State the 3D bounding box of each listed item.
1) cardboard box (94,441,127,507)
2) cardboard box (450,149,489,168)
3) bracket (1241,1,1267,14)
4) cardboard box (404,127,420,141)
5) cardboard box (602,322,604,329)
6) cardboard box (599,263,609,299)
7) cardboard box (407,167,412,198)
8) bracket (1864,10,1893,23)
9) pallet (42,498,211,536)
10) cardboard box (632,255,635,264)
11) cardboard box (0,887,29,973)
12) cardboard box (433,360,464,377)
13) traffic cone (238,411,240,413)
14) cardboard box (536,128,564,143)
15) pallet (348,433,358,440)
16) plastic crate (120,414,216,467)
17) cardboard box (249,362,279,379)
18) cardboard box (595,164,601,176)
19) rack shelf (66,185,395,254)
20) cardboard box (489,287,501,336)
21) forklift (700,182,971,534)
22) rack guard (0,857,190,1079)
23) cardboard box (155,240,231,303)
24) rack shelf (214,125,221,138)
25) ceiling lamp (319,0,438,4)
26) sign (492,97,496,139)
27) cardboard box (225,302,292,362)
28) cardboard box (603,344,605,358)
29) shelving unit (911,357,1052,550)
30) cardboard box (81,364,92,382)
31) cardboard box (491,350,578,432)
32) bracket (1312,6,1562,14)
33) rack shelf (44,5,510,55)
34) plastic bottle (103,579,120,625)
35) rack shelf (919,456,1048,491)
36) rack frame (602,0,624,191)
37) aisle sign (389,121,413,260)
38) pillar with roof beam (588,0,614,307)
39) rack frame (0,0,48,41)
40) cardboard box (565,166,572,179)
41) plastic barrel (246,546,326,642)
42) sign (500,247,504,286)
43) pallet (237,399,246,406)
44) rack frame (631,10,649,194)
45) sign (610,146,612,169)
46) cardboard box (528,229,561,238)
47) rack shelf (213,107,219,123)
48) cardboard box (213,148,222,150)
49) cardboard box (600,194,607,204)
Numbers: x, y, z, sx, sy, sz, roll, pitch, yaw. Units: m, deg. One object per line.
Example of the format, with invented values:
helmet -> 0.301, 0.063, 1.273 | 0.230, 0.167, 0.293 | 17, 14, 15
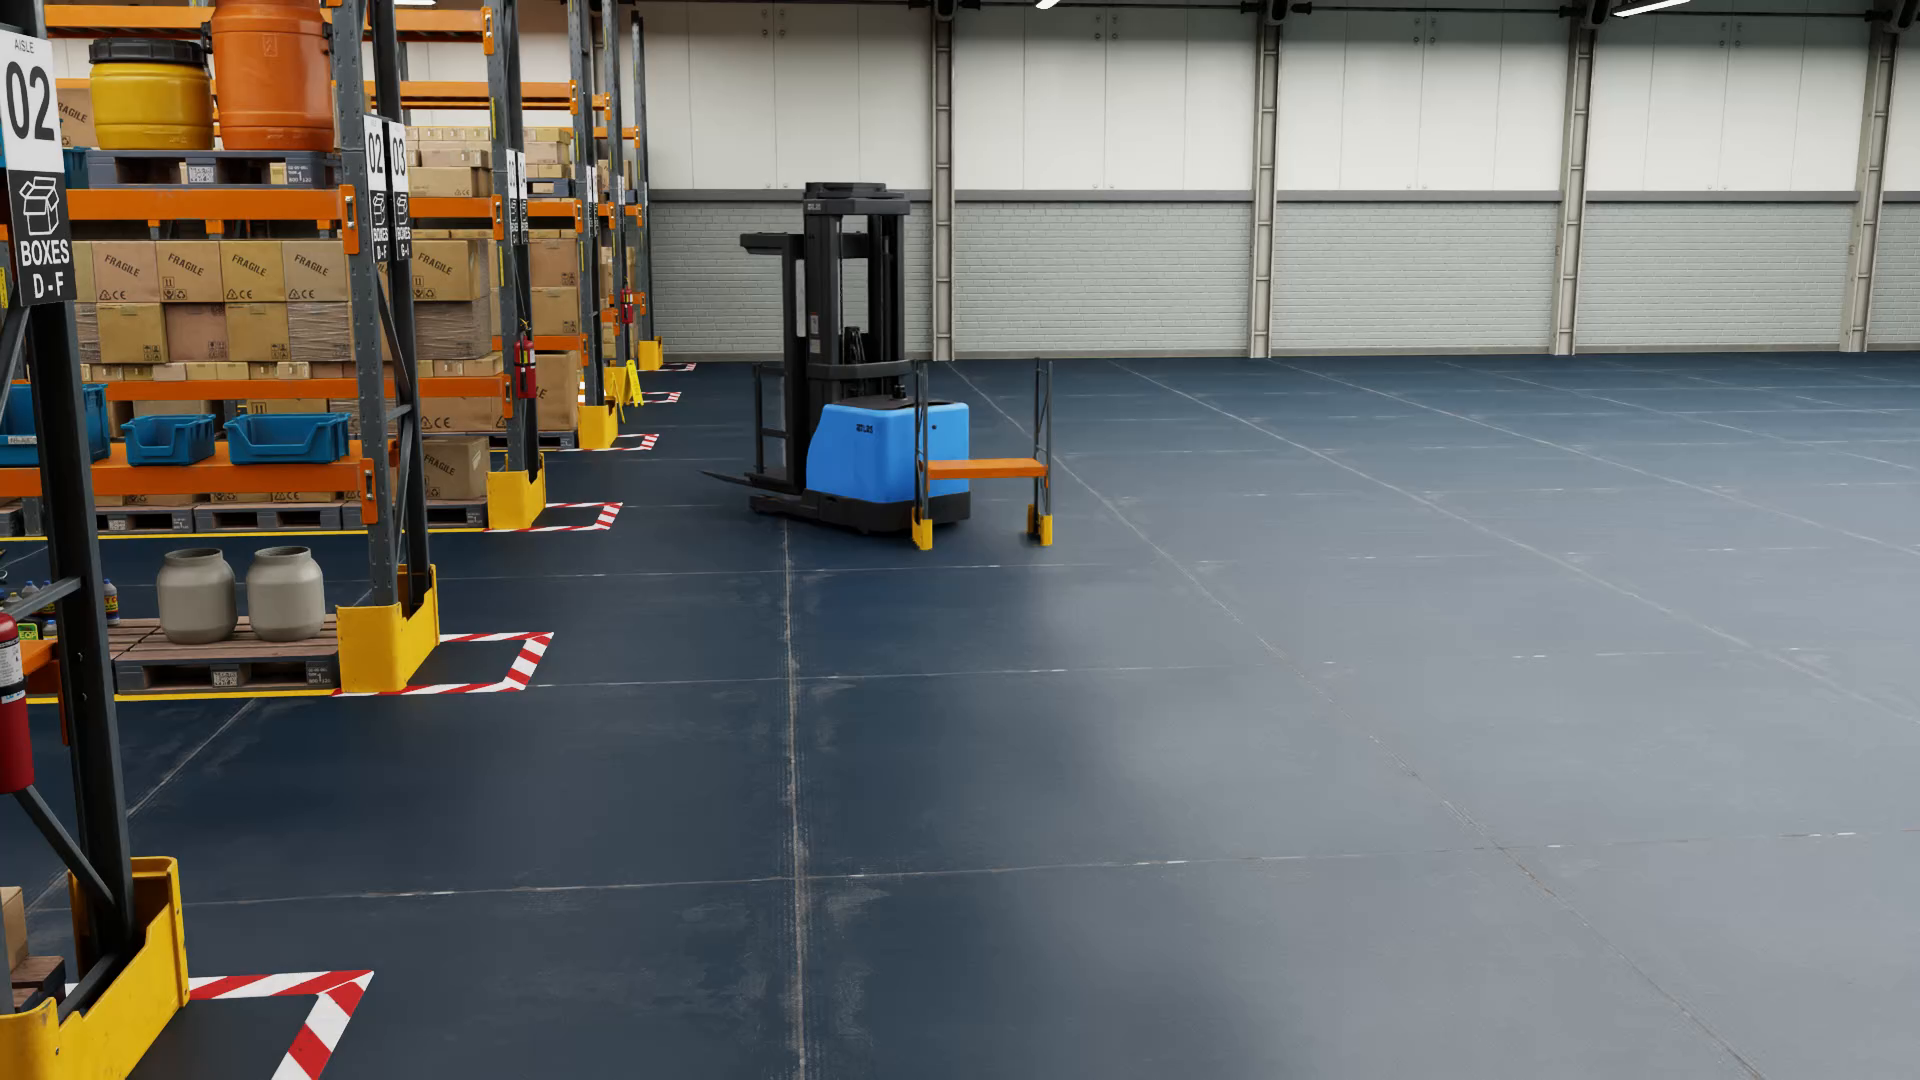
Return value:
cardboard box -> -7.453, -0.572, 14.395 | 0.500, 0.500, 0.500 | -2, 11, -8
cardboard box -> -4.121, -3.204, 13.967 | 0.250, 0.149, 0.380 | -1, 11, -6
bracket -> 5.278, -9.569, 29.884 | 0.430, 0.232, 0.235 | -1, 11, -6
cardboard box -> -6.128, -4.520, 18.543 | 0.250, 0.149, 0.380 | -1, 11, -6
cardboard box -> -6.420, -3.794, 28.838 | 0.500, 0.250, 0.500 | -1, 11, -5
cardboard box -> -5.450, -3.814, 24.464 | 0.500, 0.500, 0.500 | -1, 11, -7
cardboard box -> -4.826, -3.004, 13.985 | 0.500, 0.250, 0.500 | -1, 11, -6
bracket -> 17.207, -9.819, 31.155 | 0.430, 0.232, 0.235 | -1, 11, -6
pallet -> -7.191, -0.245, 14.565 | 1.213, 0.211, 1.003 | -1, 11, -6
cardboard box -> -5.854, -4.938, 29.268 | 0.250, 0.149, 0.380 | -1, 11, -8
cardboard box -> -3.370, 1.336, 5.336 | 0.500, 0.250, 0.500 | -1, 11, -6
cardboard box -> -4.388, -1.502, 14.381 | 0.250, 0.149, 0.380 | -1, 11, -6
traffic cone -> -10.007, -1.954, 22.605 | 0.334, 0.463, 0.336 | -1, 11, -6
cardboard box -> -4.612, -4.552, 18.705 | 0.250, 0.149, 0.380 | -1, 11, -6
pallet -> -7.526, -1.178, 19.313 | 1.213, 0.211, 1.003 | -1, 11, -6
plastic crate -> -4.455, -0.572, 9.389 | 0.408, 0.251, 0.499 | -1, 11, -6
cardboard box -> -5.875, -1.463, 14.187 | 0.250, 0.149, 0.380 | -1, 11, -6
cardboard box -> -5.253, -5.252, 23.616 | 0.250, 0.149, 0.380 | -1, 11, -6
rack shelf -> -5.332, -1.803, 9.351 | 4.000, 0.370, 1.077 | -1, 11, -6
cardboard box -> -5.222, -2.670, 19.286 | 0.550, 0.550, 0.875 | -1, 11, -6
forklift -> -1.263, -1.711, 14.974 | 1.130, 2.935, 3.031 | -10, 15, -41
rack guard -> -2.789, 1.450, 5.194 | 0.348, 0.500, 1.175 | -1, 11, -6
cardboard box -> -6.386, -2.259, 13.962 | 0.500, 0.500, 0.500 | -1, 11, -6
rack shelf -> -11.453, -6.797, 28.017 | 4.000, 0.370, 1.077 | -1, 11, -6
ceiling lamp -> -9.090, -9.834, 25.428 | 2.000, 3.185, 0.800 | -1, 11, -6
sign -> -3.838, -3.475, 13.696 | 0.005, 0.325, 0.100 | -1, 11, -6
cardboard box -> -5.912, -1.821, 14.322 | 0.500, 0.500, 0.875 | -1, 11, -6
cardboard box -> -6.417, -3.306, 28.946 | 0.500, 0.250, 0.500 | -1, 11, -6
shelving unit -> 0.173, -0.726, 13.672 | 1.083, 1.500, 0.587 | -2, 11, -10
cardboard box -> -7.359, -1.418, 13.958 | 0.250, 0.149, 0.380 | -1, 11, -6
cardboard box -> -4.981, -1.765, 19.492 | 0.875, 0.875, 0.875 | -1, 11, -6
bracket -> 8.681, -9.641, 30.247 | 4.783, 0.066, 0.076 | -1, 11, -6
rack shelf -> -5.867, -4.223, 13.894 | 4.000, 0.370, 1.077 | -1, 11, -6
plastic bottle -> -5.180, 0.375, 10.116 | 0.097, 0.271, 0.097 | 0, 11, 0
rack shelf -> 0.182, -0.550, 13.708 | 1.000, 0.185, 0.538 | -2, 11, -10
rack frame -> -4.949, -6.520, 23.703 | 0.127, 3.000, 1.000 | -1, 11, -6
aisle sign -> -3.304, -2.059, 9.826 | 0.004, 0.787, 0.394 | -1, 11, -6
pillar with roof beam -> -5.813, -6.804, 25.150 | 0.548, 9.000, 9.100 | -1, 11, -6
rack frame -> -2.812, -2.719, 4.372 | 0.127, 3.000, 1.000 | -1, 11, -6
cardboard box -> -4.689, -4.287, 19.425 | 0.250, 0.149, 0.380 | -1, 11, -6
plastic barrel -> -3.990, 0.317, 9.838 | 0.421, 0.512, 0.421 | 0, 11, 0
sign -> -3.838, -2.292, 13.929 | 0.005, 0.325, 0.100 | -1, 11, -6
pallet -> -9.699, -2.108, 24.043 | 1.213, 0.211, 1.003 | -1, 11, -6
rack frame -> -5.488, -7.471, 28.544 | 0.127, 3.000, 1.000 | -1, 11, -6
sign -> -4.909, -5.375, 23.363 | 0.005, 0.325, 0.100 | -1, 11, -6
cardboard box -> -5.937, -4.200, 23.833 | 0.500, 0.500, 0.700 | -1, 11, -6
rack shelf -> -10.914, -5.845, 23.175 | 4.000, 0.370, 1.077 | -1, 11, -6
cardboard box -> -6.206, -3.168, 13.786 | 0.250, 0.149, 0.380 | -1, 11, -7
cardboard box -> -5.313, -4.980, 24.298 | 0.250, 0.149, 0.380 | -1, 11, -6
